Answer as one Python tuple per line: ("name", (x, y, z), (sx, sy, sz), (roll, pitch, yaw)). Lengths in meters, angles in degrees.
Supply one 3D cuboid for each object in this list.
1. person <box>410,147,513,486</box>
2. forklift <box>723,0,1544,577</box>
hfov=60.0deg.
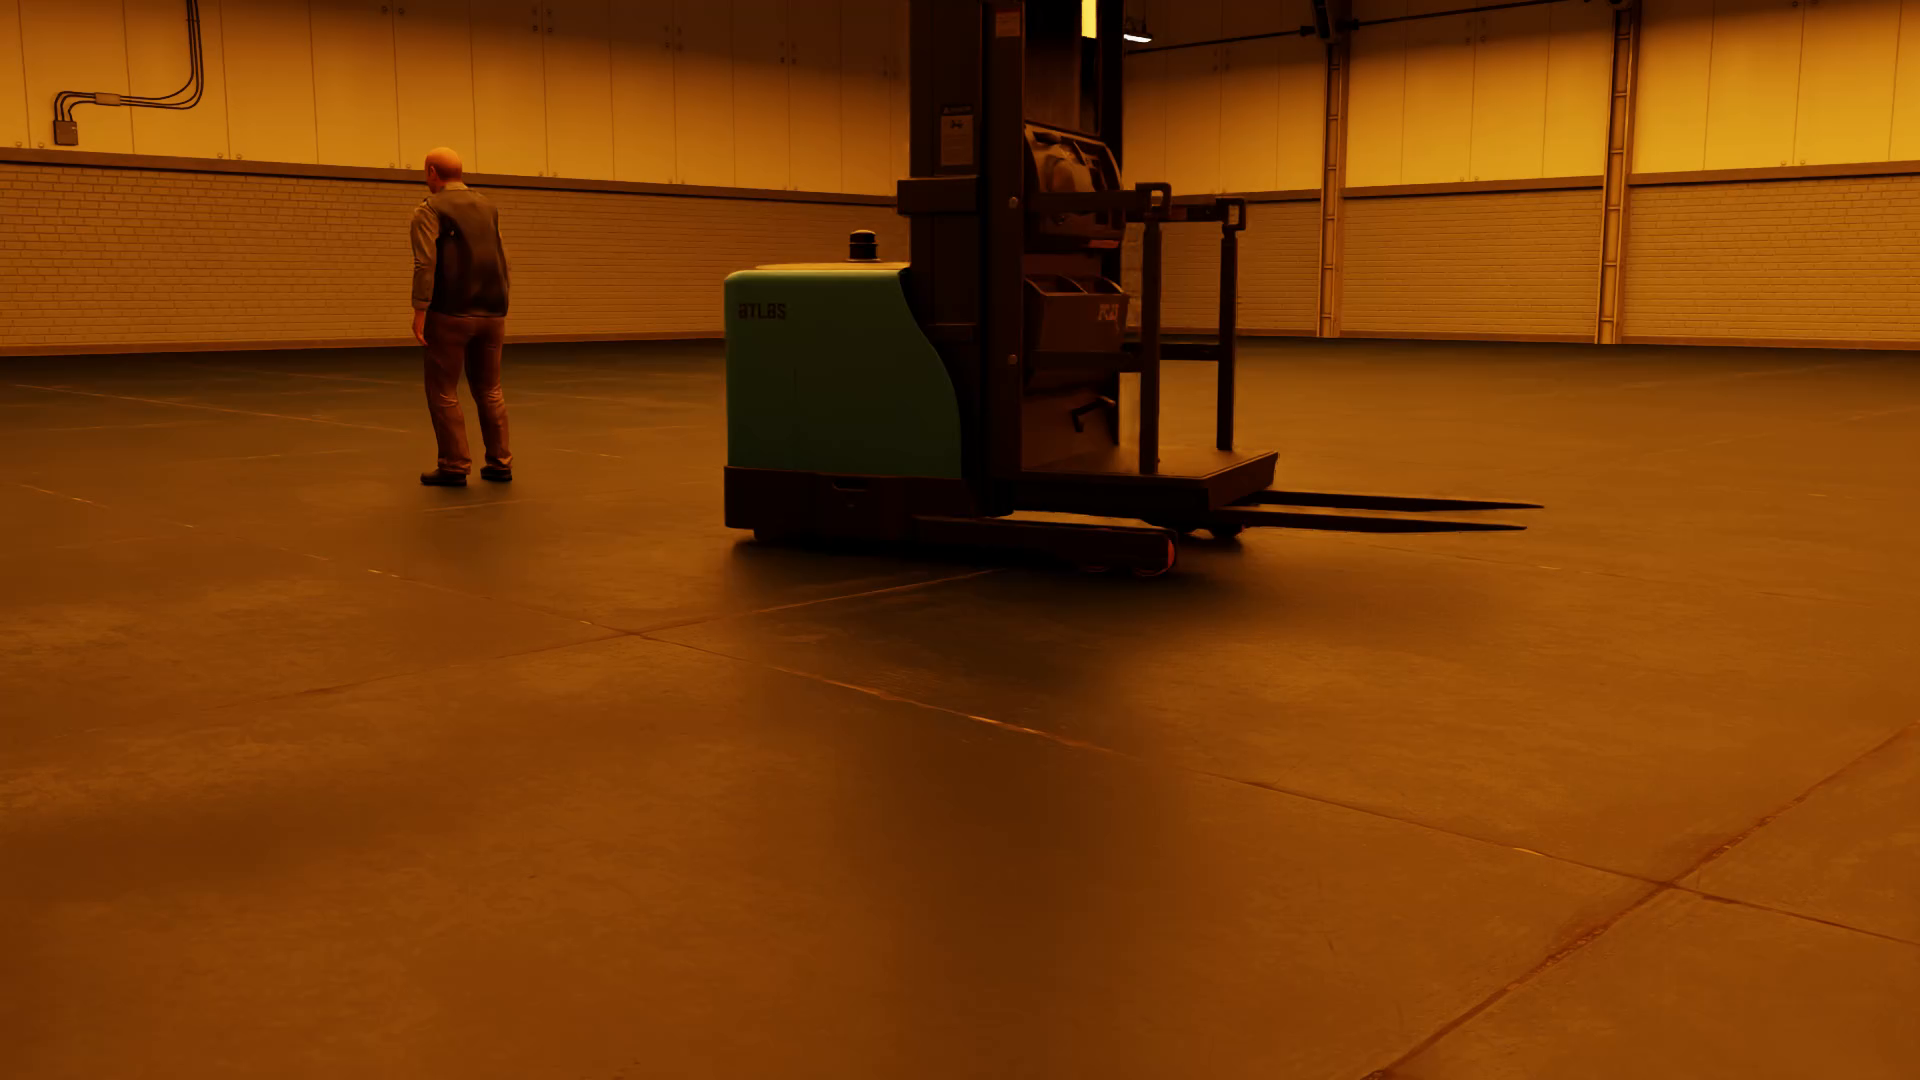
("person", (-2.563, -1.148, 8.575), (0.426, 1.719, 0.581), (6, 11, 36))
("forklift", (0.623, -1.408, 6.222), (3.031, 2.935, 1.130), (4, 9, 24))
